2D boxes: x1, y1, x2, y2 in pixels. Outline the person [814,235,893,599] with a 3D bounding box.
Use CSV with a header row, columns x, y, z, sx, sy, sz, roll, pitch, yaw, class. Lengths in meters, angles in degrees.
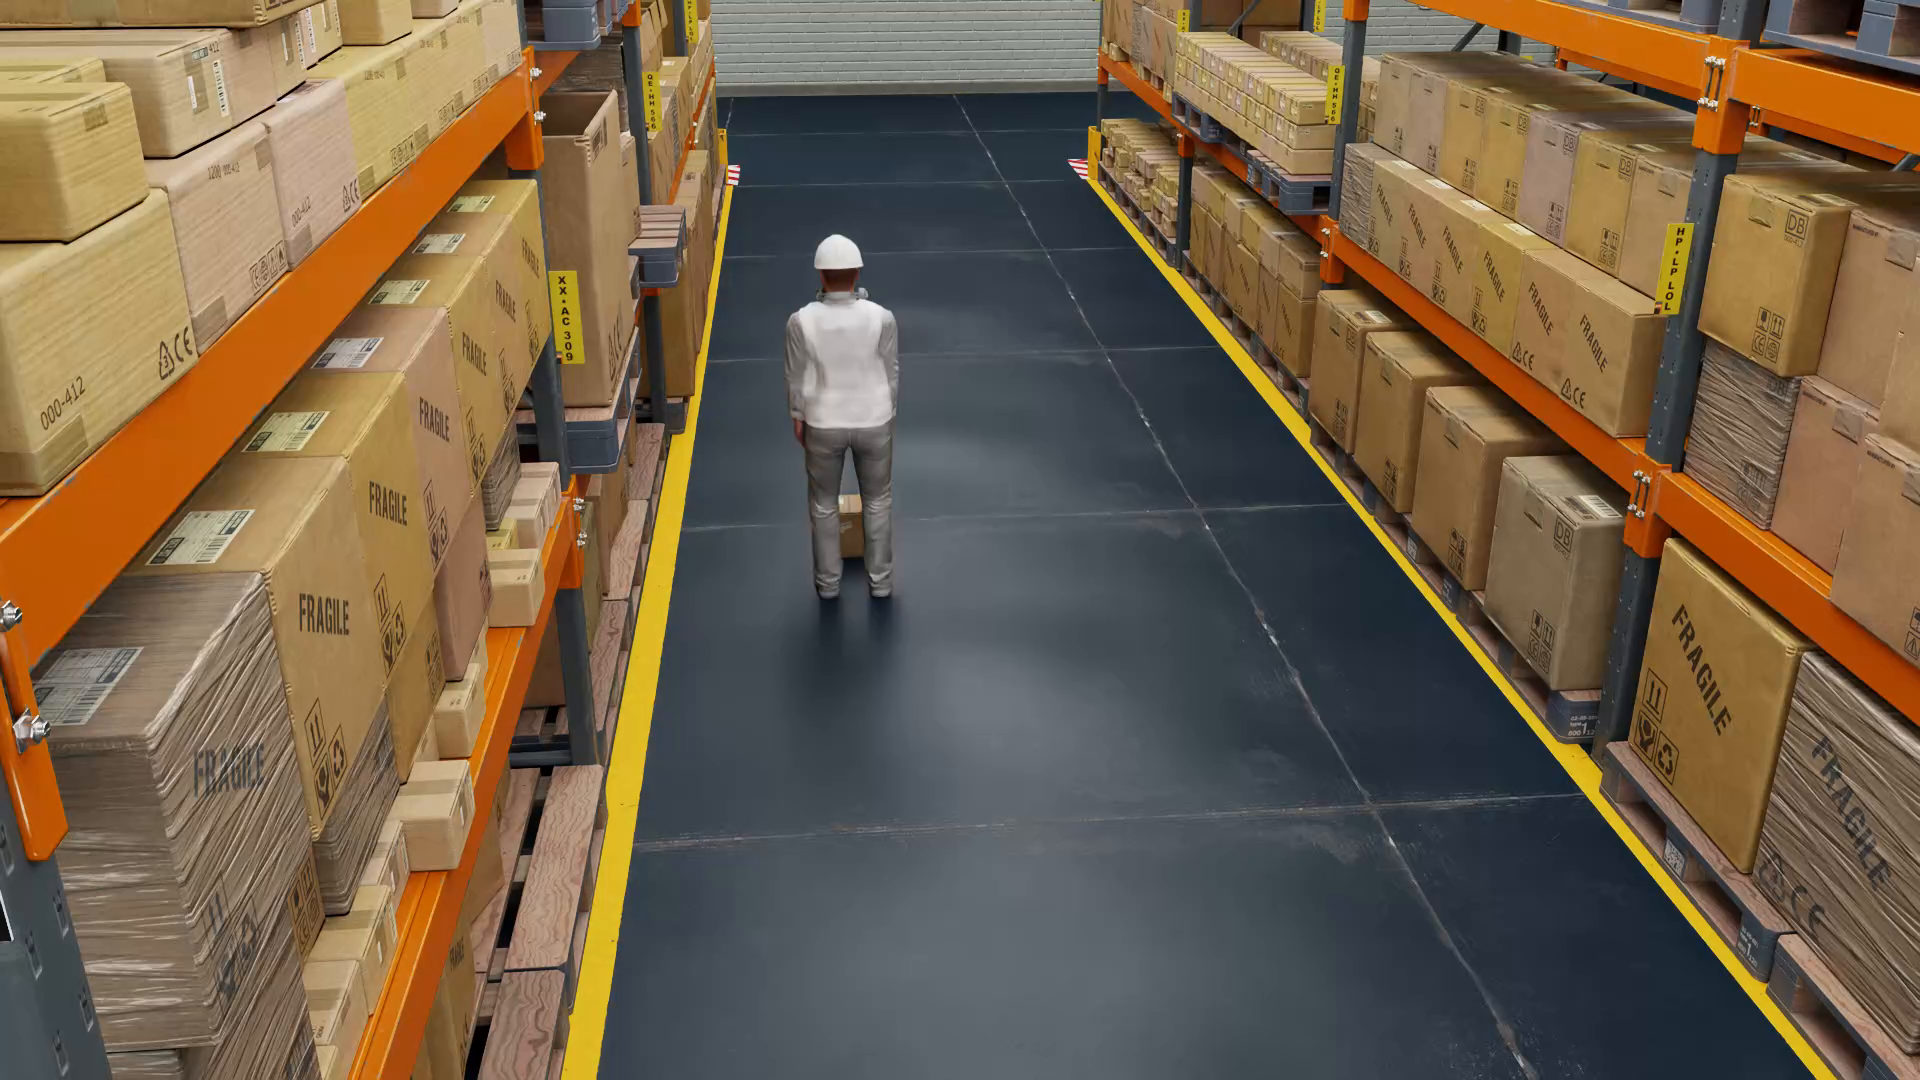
x,y,z,sx,sy,sz,roll,pitch,yaw,class
-3.830,-2.203,6.579,7.067,5.817,11.428,-2,24,-4,person
